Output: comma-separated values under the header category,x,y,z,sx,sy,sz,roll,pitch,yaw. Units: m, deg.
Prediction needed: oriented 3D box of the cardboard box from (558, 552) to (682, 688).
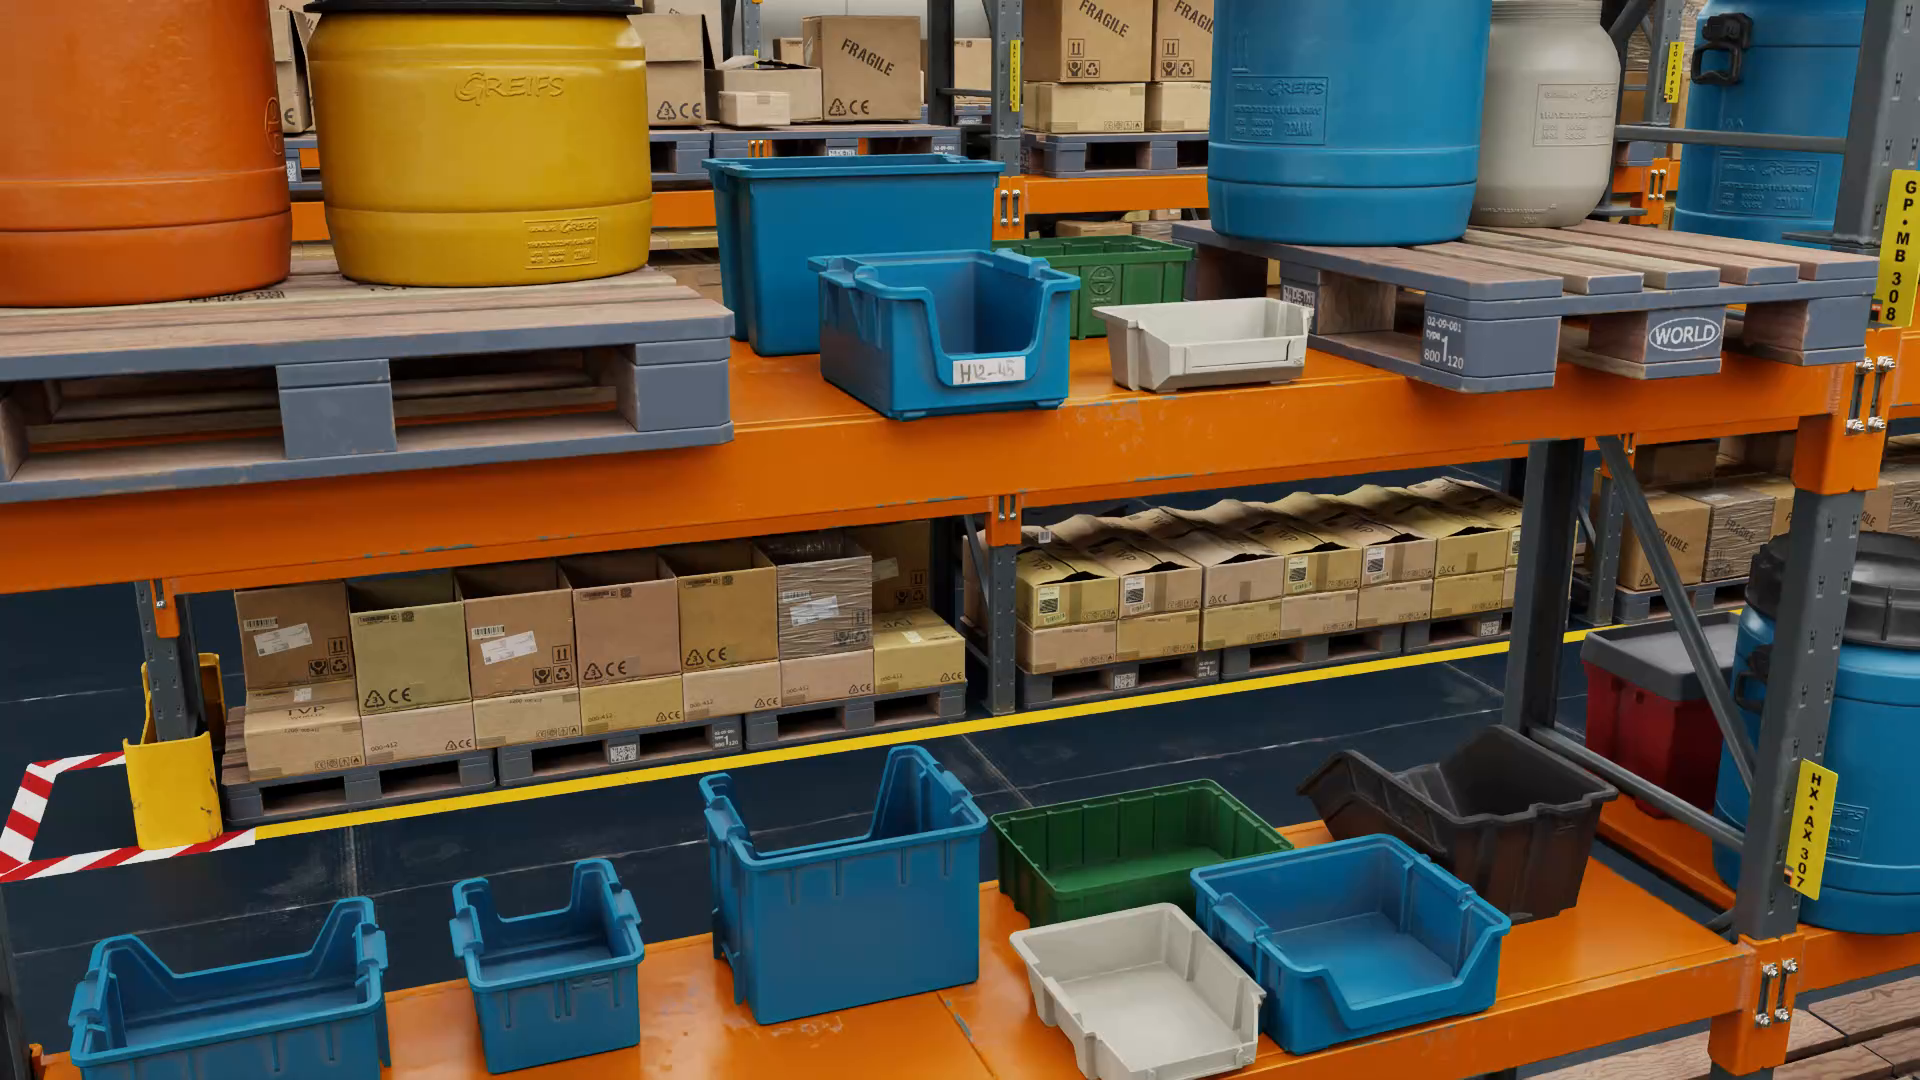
category,x,y,z,sx,sy,sz,roll,pitch,yaw
cardboard box,-1.693,0.385,8.266,0.500,0.500,0.500,-6,17,-20

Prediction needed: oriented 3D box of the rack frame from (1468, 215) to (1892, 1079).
category,x,y,z,sx,sy,sz,roll,pitch,yaw
rack frame,1.830,0.674,4.480,0.127,3.000,1.000,-6,17,-20

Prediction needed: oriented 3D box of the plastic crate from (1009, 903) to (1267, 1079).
category,x,y,z,sx,sy,sz,roll,pitch,yaw
plastic crate,0.404,1.031,3.733,0.437,0.136,0.530,-6,17,-20

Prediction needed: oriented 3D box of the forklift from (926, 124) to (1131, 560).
category,x,y,z,sx,sy,sz,roll,pitch,yaw
forklift,0.488,-1.294,11.303,3.031,2.935,1.130,13,21,37

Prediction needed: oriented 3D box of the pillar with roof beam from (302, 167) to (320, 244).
category,x,y,z,sx,sy,sz,roll,pitch,yaw
pillar with roof beam,-3.566,-3.573,8.296,0.400,9.000,9.100,-6,17,-20

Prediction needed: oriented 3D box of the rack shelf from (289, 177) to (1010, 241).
category,x,y,z,sx,sy,sz,roll,pitch,yaw
rack shelf,-1.807,-1.522,7.911,4.000,0.370,1.077,-6,17,-20

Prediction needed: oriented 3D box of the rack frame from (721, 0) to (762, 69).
category,x,y,z,sx,sy,sz,roll,pitch,yaw
rack frame,-1.715,-4.811,12.511,0.127,3.000,1.000,-6,17,-20

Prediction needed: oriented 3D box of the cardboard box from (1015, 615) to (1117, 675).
category,x,y,z,sx,sy,sz,roll,pitch,yaw
cardboard box,0.526,0.512,9.164,0.500,0.250,0.500,-7,18,-21

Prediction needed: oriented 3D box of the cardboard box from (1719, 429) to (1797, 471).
category,x,y,z,sx,sy,sz,roll,pitch,yaw
cardboard box,5.590,-0.672,11.387,0.500,0.250,0.500,-7,18,-21

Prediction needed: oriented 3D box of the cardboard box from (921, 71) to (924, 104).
category,x,y,z,sx,sy,sz,roll,pitch,yaw
cardboard box,-0.601,-3.627,13.215,0.500,0.311,0.500,-6,17,-18

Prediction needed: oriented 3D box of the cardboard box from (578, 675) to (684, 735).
category,x,y,z,sx,sy,sz,roll,pitch,yaw
cardboard box,-1.693,0.745,8.373,0.500,0.250,0.500,-6,17,-20

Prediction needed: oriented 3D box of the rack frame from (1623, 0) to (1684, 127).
category,x,y,z,sx,sy,sz,roll,pitch,yaw
rack frame,3.796,-3.912,9.447,0.127,3.000,1.000,-6,17,-20

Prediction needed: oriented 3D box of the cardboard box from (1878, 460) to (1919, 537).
category,x,y,z,sx,sy,sz,roll,pitch,yaw
cardboard box,6.240,-0.225,11.196,0.500,0.500,0.500,-6,17,-19

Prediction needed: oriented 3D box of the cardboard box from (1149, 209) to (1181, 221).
category,x,y,z,sx,sy,sz,roll,pitch,yaw
cardboard box,1.708,-2.864,14.417,0.250,0.149,0.380,-9,18,-27

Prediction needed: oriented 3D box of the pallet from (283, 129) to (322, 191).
category,x,y,z,sx,sy,sz,roll,pitch,yaw
pallet,-3.005,-1.688,7.355,1.213,0.211,1.003,-6,17,-20

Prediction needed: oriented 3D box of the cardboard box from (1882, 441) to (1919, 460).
category,x,y,z,sx,sy,sz,roll,pitch,yaw
cardboard box,6.498,-0.407,11.815,0.500,0.500,0.500,-6,17,-19

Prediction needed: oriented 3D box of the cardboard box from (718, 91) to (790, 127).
category,x,y,z,sx,sy,sz,roll,pitch,yaw
cardboard box,-0.968,-2.024,7.794,0.250,0.149,0.380,-6,17,-20

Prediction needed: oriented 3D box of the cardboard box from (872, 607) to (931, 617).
category,x,y,z,sx,sy,sz,roll,pitch,yaw
cardboard box,-0.481,0.455,9.360,0.500,0.250,0.500,-6,17,-20

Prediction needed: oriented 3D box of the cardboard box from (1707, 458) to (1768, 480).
category,x,y,z,sx,sy,sz,roll,pitch,yaw
cardboard box,5.068,-0.253,11.292,0.500,0.500,0.500,-7,18,-22

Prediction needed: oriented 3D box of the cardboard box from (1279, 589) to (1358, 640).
category,x,y,z,sx,sy,sz,roll,pitch,yaw
cardboard box,1.962,0.357,9.693,0.500,0.250,0.500,-6,17,-19

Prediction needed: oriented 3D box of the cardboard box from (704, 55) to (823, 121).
category,x,y,z,sx,sy,sz,roll,pitch,yaw
cardboard box,-1.008,-2.259,8.308,0.500,0.311,0.500,-7,18,-23

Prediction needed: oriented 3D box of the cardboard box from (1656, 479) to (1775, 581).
category,x,y,z,sx,sy,sz,roll,pitch,yaw
cardboard box,4.810,-0.070,10.668,0.500,0.500,0.500,-7,18,-22

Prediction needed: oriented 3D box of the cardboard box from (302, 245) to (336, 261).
category,x,y,z,sx,sy,sz,roll,pitch,yaw
cardboard box,-4.432,-1.843,11.951,0.500,0.500,0.500,-6,17,-20

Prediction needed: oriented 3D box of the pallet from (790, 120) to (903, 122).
category,x,y,z,sx,sy,sz,roll,pitch,yaw
pallet,-1.101,-3.316,13.077,1.003,0.211,1.213,-6,17,-20

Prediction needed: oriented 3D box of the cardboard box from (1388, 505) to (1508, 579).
category,x,y,z,sx,sy,sz,roll,pitch,yaw
cardboard box,2.912,-0.013,9.957,0.500,0.311,0.500,-6,18,-21

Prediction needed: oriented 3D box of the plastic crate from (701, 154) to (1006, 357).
category,x,y,z,sx,sy,sz,roll,pitch,yaw
plastic crate,-0.233,-0.626,3.611,0.575,0.384,0.392,-6,17,-20

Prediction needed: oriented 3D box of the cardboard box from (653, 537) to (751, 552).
category,x,y,z,sx,sy,sz,roll,pitch,yaw
cardboard box,-1.418,0.193,8.920,0.500,0.500,0.500,-6,17,-20

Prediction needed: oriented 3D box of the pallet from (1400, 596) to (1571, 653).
category,x,y,z,sx,sy,sz,roll,pitch,yaw
pallet,3.013,0.378,10.438,1.213,0.211,1.003,-6,17,-20

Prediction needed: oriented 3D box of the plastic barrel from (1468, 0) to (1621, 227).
category,x,y,z,sx,sy,sz,roll,pitch,yaw
plastic barrel,1.357,-1.029,4.011,0.421,0.512,0.421,0,16,0

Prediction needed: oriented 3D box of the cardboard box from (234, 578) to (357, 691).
category,x,y,z,sx,sy,sz,roll,pitch,yaw
cardboard box,-3.280,0.399,8.219,0.500,0.500,0.500,-6,17,-20

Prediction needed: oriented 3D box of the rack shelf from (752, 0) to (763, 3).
category,x,y,z,sx,sy,sz,roll,pitch,yaw
rack shelf,0.152,-4.476,13.355,4.000,0.370,1.077,-6,17,-20

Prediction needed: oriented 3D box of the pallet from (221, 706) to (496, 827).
category,x,y,z,sx,sy,sz,roll,pitch,yaw
pallet,-2.975,1.023,8.239,1.213,0.211,1.003,-6,17,-20

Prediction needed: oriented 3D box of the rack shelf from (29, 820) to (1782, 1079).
category,x,y,z,sx,sy,sz,roll,pitch,yaw
rack shelf,-0.038,1.221,3.895,4.000,0.370,1.077,-6,17,-20

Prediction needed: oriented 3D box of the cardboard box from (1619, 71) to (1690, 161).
category,x,y,z,sx,sy,sz,roll,pitch,yaw
cardboard box,4.191,-2.573,10.036,0.500,0.500,0.910,-6,17,-20

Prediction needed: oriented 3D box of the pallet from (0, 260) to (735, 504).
category,x,y,z,sx,sy,sz,roll,pitch,yaw
pallet,-1.098,-0.329,2.907,1.213,0.211,1.003,-6,17,-20

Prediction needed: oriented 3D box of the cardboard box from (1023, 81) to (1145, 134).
category,x,y,z,sx,sy,sz,roll,pitch,yaw
cardboard box,0.639,-2.258,8.662,0.500,0.250,0.500,-4,17,-14

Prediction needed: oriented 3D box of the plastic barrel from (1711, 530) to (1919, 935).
category,x,y,z,sx,sy,sz,roll,pitch,yaw
plastic barrel,2.299,0.474,4.271,0.708,0.901,0.600,-6,17,-20

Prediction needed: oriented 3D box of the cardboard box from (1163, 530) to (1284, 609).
category,x,y,z,sx,sy,sz,roll,pitch,yaw
cardboard box,1.488,0.141,9.433,0.500,0.311,0.500,-7,18,-22

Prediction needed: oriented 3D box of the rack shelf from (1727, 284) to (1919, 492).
category,x,y,z,sx,sy,sz,roll,pitch,yaw
rack shelf,3.697,-0.622,4.845,4.000,0.370,1.077,-6,17,-20

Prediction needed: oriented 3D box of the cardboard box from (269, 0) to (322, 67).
category,x,y,z,sx,sy,sz,roll,pitch,yaw
cardboard box,-4.518,-3.518,11.444,0.500,0.500,0.500,-6,18,-21

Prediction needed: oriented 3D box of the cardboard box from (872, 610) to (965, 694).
category,x,y,z,sx,sy,sz,roll,pitch,yaw
cardboard box,-0.294,0.592,8.893,0.500,0.250,0.500,-6,17,-20

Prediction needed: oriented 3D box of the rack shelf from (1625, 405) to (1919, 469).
category,x,y,z,sx,sy,sz,roll,pitch,yaw
rack shelf,5.663,-0.890,11.081,4.000,0.370,1.077,-6,17,-20

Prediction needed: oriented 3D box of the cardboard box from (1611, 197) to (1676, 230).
category,x,y,z,sx,sy,sz,roll,pitch,yaw
cardboard box,6.951,-3.006,16.478,0.700,0.700,0.980,-7,18,-21

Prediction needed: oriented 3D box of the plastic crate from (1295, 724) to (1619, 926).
category,x,y,z,sx,sy,sz,roll,pitch,yaw
plastic crate,1.295,0.723,4.423,0.504,0.338,0.767,-6,17,-20

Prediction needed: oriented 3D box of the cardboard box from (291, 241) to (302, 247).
category,x,y,z,sx,sy,sz,roll,pitch,yaw
cardboard box,-5.087,-1.930,12.248,0.500,0.500,0.500,-6,18,-21

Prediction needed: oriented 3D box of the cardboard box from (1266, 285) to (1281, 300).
category,x,y,z,sx,sy,sz,roll,pitch,yaw
cardboard box,2.648,-2.221,14.746,0.250,0.149,0.380,-6,17,-19

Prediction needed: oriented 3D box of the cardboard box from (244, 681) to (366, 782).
category,x,y,z,sx,sy,sz,roll,pitch,yaw
cardboard box,-3.094,0.896,7.859,0.500,0.250,0.500,-6,17,-20

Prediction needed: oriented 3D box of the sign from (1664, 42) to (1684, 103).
category,x,y,z,sx,sy,sz,roll,pitch,yaw
sign,3.987,-2.612,9.286,0.005,0.325,0.100,-6,17,-20

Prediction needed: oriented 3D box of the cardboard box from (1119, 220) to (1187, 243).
category,x,y,z,sx,sy,sz,roll,pitch,yaw
cardboard box,1.584,-2.545,14.483,0.500,0.500,0.700,-8,18,-27

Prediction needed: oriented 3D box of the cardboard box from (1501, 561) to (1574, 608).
category,x,y,z,sx,sy,sz,roll,pitch,yaw
cardboard box,3.392,0.202,10.222,0.500,0.250,0.500,-6,17,-19

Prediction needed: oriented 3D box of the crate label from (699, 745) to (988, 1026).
category,x,y,z,sx,sy,sz,roll,pitch,yaw
crate label,-0.284,0.803,3.976,0.616,0.435,0.502,-6,17,-20

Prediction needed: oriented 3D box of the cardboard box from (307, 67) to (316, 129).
category,x,y,z,sx,sy,sz,roll,pitch,yaw
cardboard box,-4.535,-3.039,11.587,0.500,0.500,0.500,-5,17,-16

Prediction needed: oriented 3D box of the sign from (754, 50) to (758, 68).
category,x,y,z,sx,sy,sz,roll,pitch,yaw
sign,-1.514,-3.478,12.377,0.005,0.325,0.100,-6,17,-20

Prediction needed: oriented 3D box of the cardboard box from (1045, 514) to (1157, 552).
category,x,y,z,sx,sy,sz,roll,pitch,yaw
cardboard box,0.820,0.049,9.749,0.500,0.311,0.500,-6,17,-19

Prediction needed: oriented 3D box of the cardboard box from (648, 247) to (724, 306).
category,x,y,z,sx,sy,sz,roll,pitch,yaw
cardboard box,-1.291,-1.152,8.219,0.500,0.500,0.700,-6,17,-20

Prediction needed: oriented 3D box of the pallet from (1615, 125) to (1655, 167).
category,x,y,z,sx,sy,sz,roll,pitch,yaw
pallet,3.194,-2.290,9.584,1.003,0.211,1.213,-5,17,-18

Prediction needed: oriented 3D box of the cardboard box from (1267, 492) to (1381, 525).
category,x,y,z,sx,sy,sz,roll,pitch,yaw
cardboard box,2.237,-0.103,10.264,0.500,0.311,0.500,-7,18,-22
